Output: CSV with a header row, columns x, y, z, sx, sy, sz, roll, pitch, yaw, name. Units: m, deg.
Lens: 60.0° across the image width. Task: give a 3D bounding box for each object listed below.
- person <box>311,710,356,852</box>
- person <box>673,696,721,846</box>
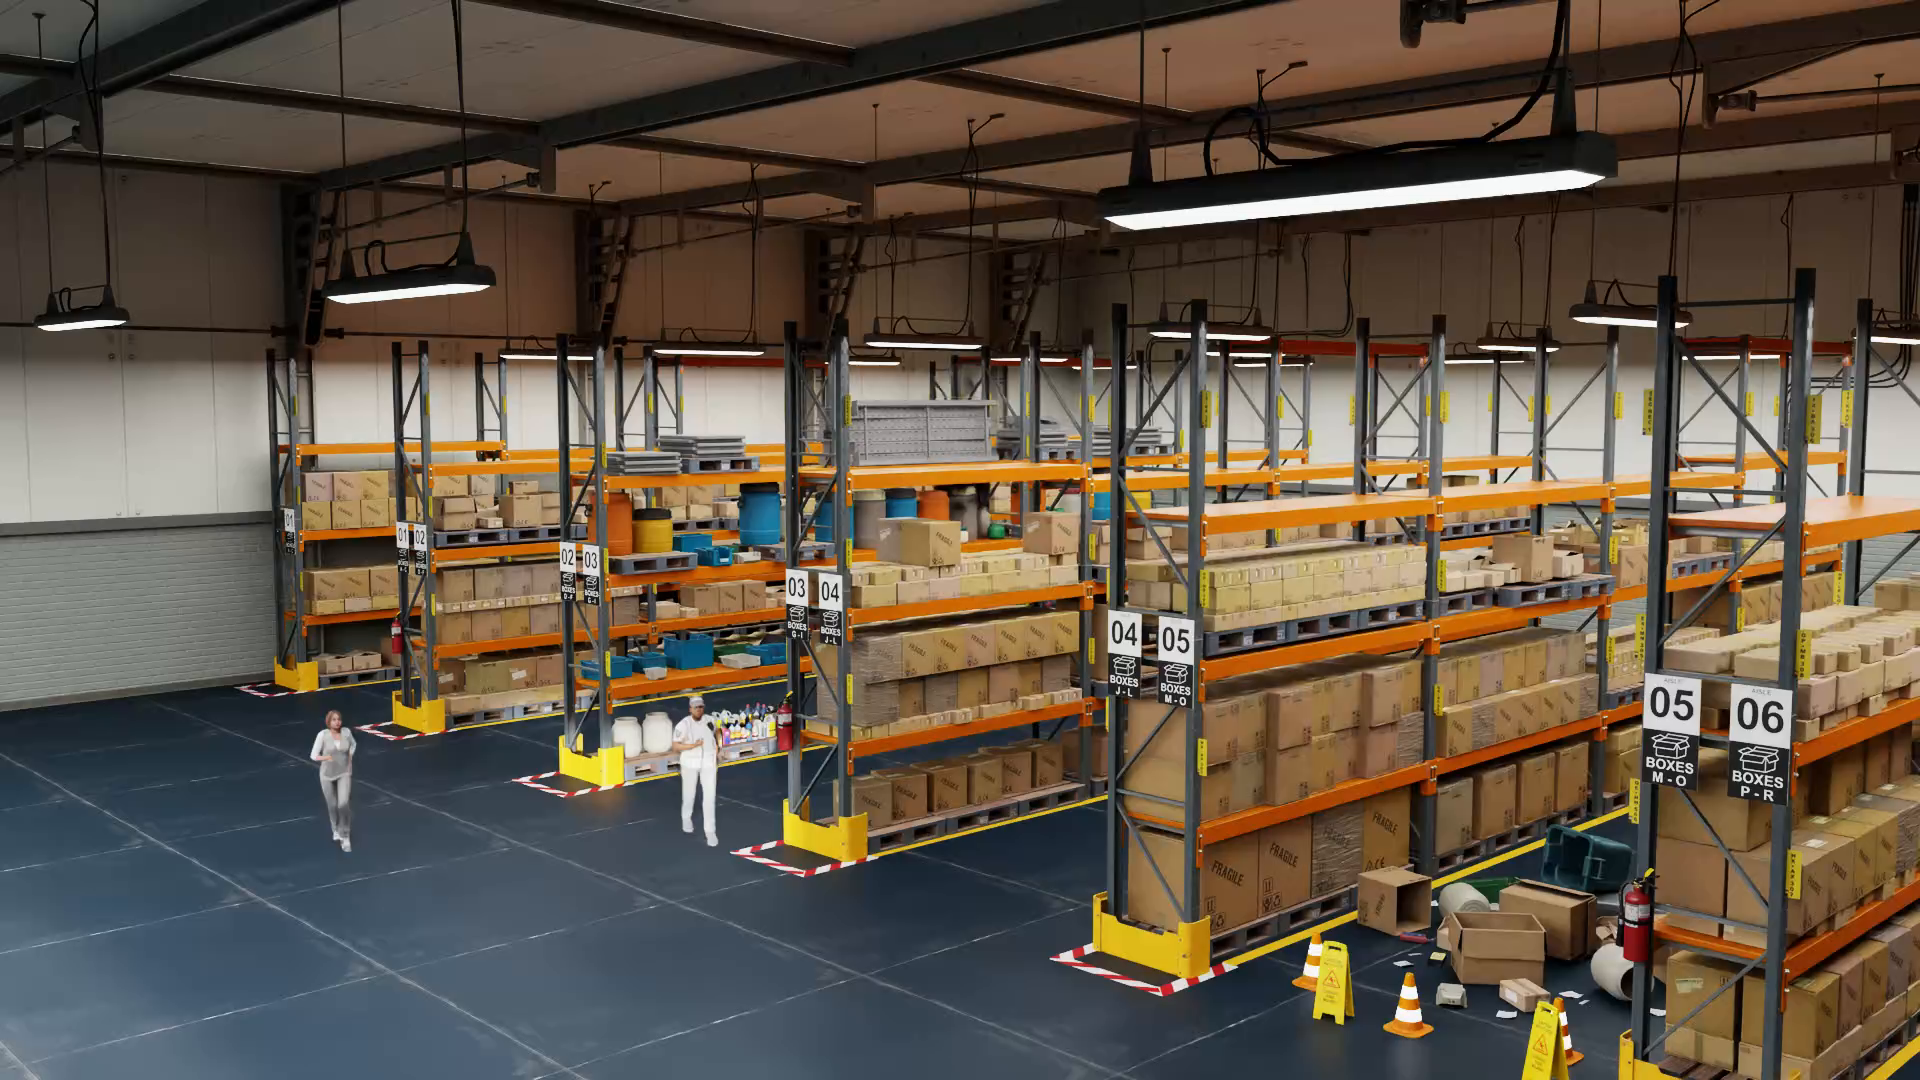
x,y,z,sx,sy,sz,roll,pitch,yaw,name
-7.131,2.742,18.967,0.501,1.642,0.698,-2,5,-23,person
-3.050,2.634,19.321,0.597,1.677,0.900,-2,5,-20,person
